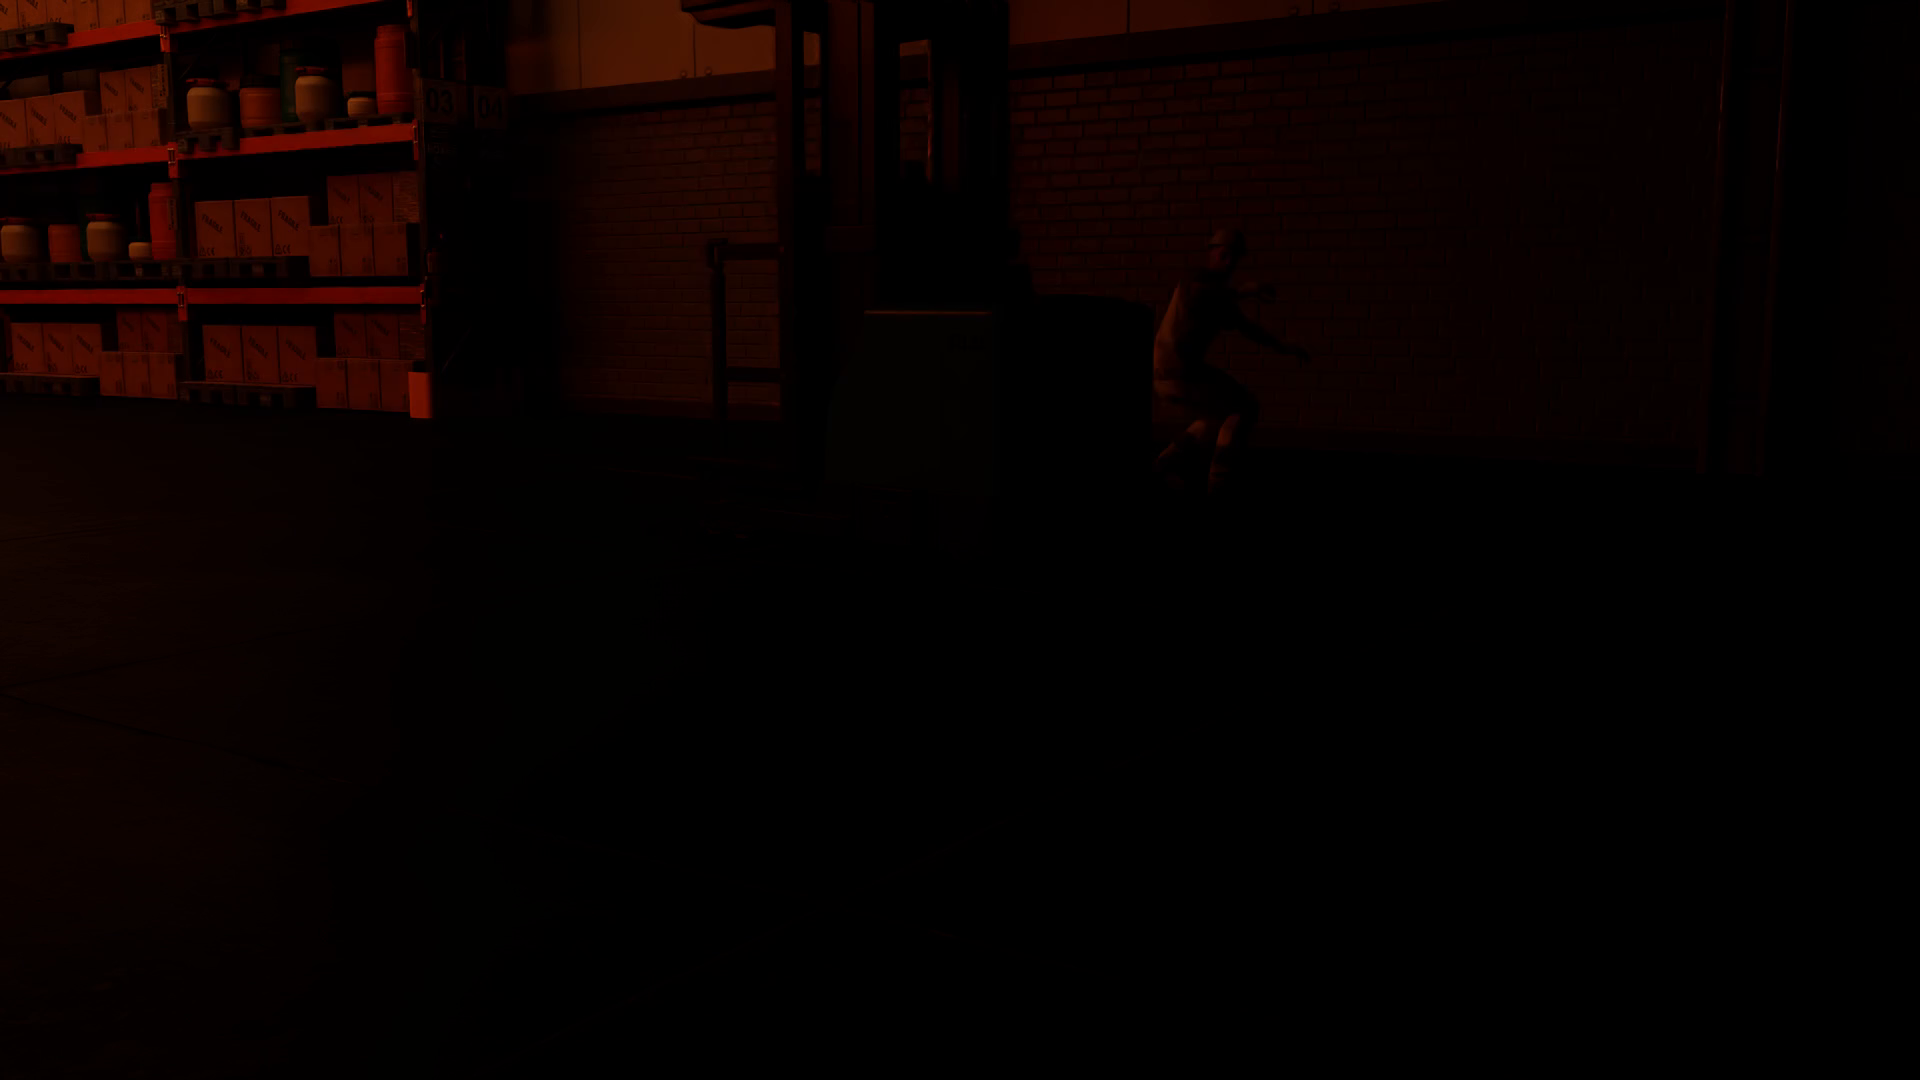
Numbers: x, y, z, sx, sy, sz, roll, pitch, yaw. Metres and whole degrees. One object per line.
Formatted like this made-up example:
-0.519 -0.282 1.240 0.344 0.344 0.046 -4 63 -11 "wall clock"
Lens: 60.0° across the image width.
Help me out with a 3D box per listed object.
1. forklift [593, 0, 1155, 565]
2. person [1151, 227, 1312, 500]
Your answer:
-0.578 -1.501 7.749 3.031 2.935 1.130 7 11 42 "forklift"
1.516 -0.968 9.137 0.979 1.482 0.796 0 8 -2 "person"
